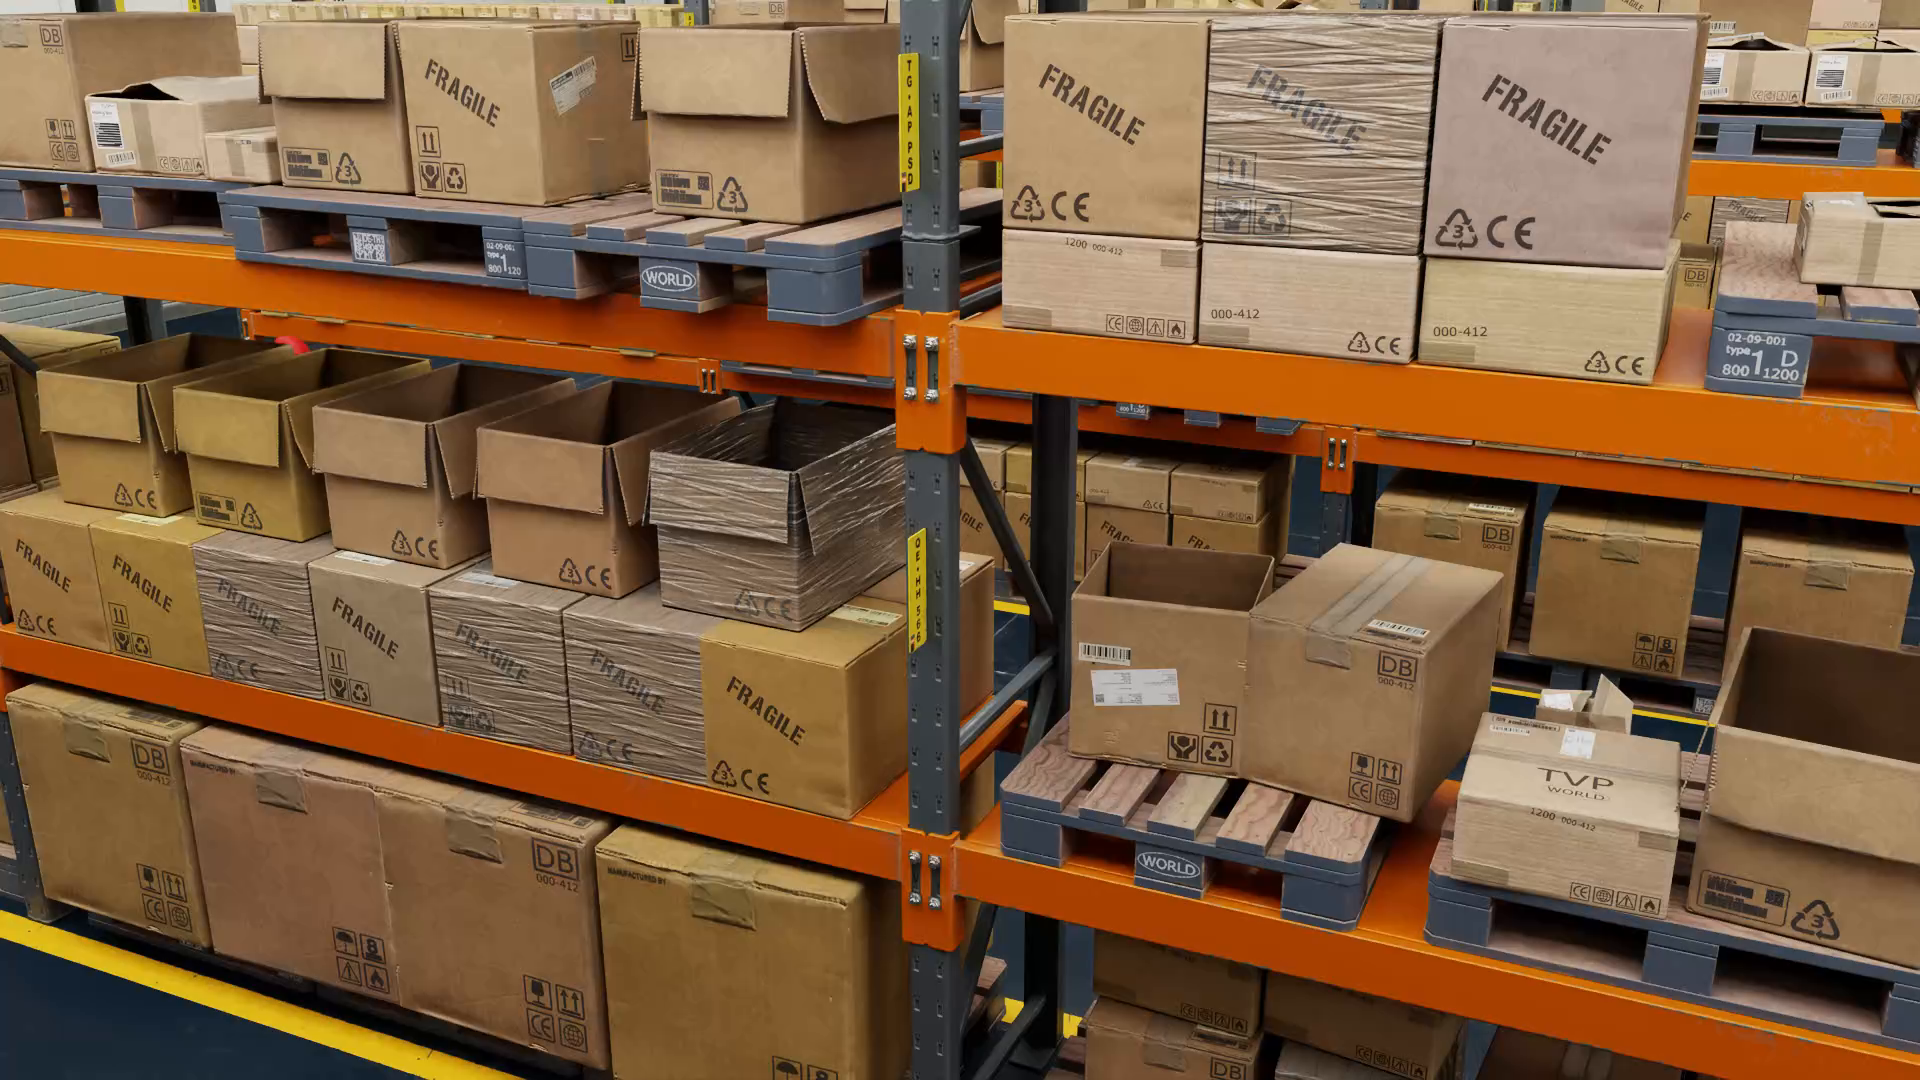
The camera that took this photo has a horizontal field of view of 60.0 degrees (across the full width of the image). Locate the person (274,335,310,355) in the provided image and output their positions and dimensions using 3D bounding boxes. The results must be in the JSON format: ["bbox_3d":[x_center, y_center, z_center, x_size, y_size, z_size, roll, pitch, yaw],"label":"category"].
[{"bbox_3d":[-3.659,-0.304,9.430,1.026,1.750,0.582,3,19,9],"label":"person"}]
